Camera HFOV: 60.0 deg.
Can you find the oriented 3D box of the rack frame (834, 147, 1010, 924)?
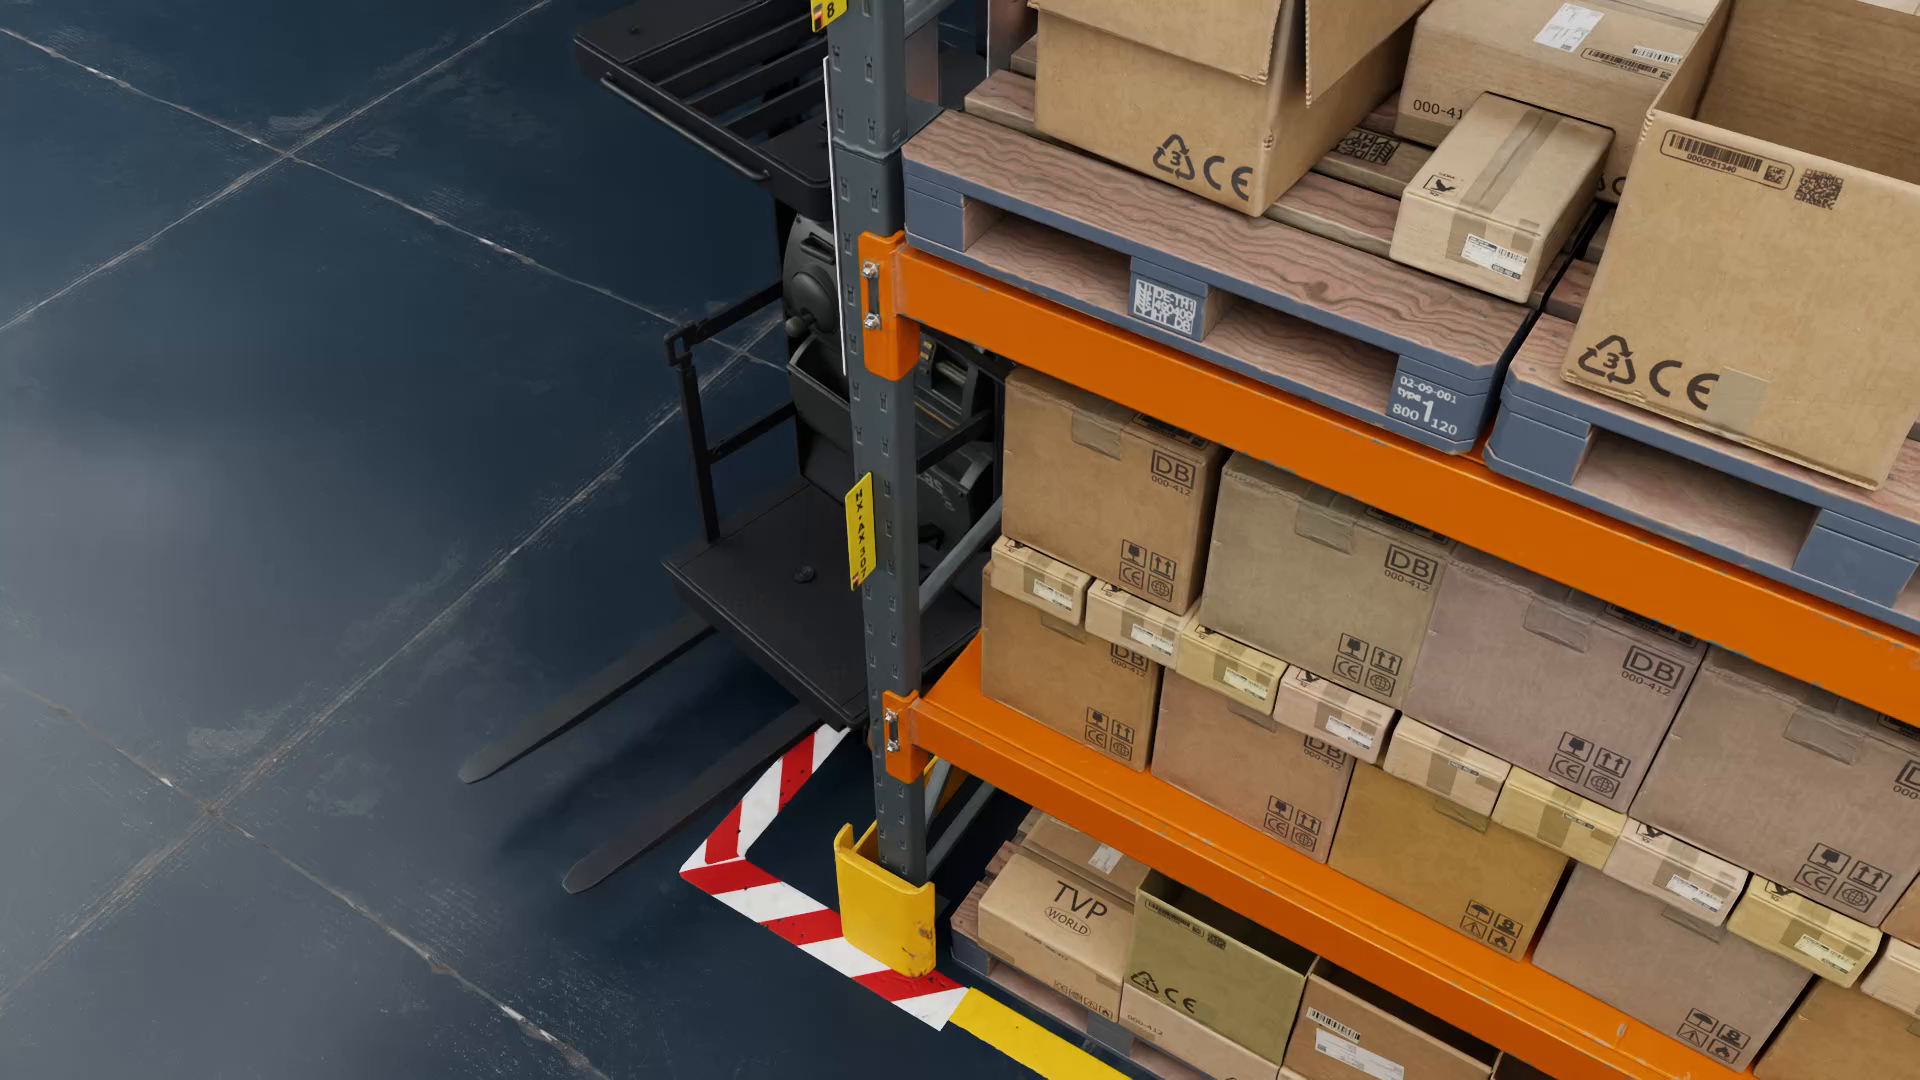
[{"bbox_3d":[0.066,-0.021,4.679,0.127,3.000,1.000,25,51,22],"label":"rack frame"}]

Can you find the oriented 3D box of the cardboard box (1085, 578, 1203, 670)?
[{"bbox_3d":[0.504,0.100,4.039,0.250,0.149,0.380,23,50,21],"label":"cardboard box"}]

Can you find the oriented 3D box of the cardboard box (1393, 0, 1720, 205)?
[{"bbox_3d":[1.178,-0.923,3.178,0.500,0.250,0.500,25,51,22],"label":"cardboard box"}]

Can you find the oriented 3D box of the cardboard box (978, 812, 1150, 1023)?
[{"bbox_3d":[0.397,1.132,5.182,0.500,0.250,0.500,25,51,22],"label":"cardboard box"}]

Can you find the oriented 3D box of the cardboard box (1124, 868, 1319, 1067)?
[{"bbox_3d":[0.819,1.064,4.727,0.500,0.500,0.500,25,51,22],"label":"cardboard box"}]

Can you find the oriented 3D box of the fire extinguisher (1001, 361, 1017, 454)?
[{"bbox_3d":[0.217,-0.321,5.024,0.183,0.674,0.296,25,51,22],"label":"fire extinguisher"}]

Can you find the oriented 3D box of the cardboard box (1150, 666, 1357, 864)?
[{"bbox_3d":[0.897,0.333,4.265,0.500,0.500,0.700,26,51,23],"label":"cardboard box"}]

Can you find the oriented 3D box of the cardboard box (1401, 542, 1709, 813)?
[{"bbox_3d":[1.367,0.096,3.591,0.500,0.500,0.700,25,51,22],"label":"cardboard box"}]

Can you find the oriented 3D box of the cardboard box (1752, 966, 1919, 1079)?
[{"bbox_3d":[2.188,0.928,3.687,0.500,0.500,0.700,25,51,23],"label":"cardboard box"}]

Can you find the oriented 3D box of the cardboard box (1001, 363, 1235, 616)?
[{"bbox_3d":[0.496,-0.299,3.975,0.500,0.500,0.700,25,51,22],"label":"cardboard box"}]

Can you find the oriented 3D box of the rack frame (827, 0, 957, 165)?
[{"bbox_3d":[0.066,-2.112,2.528,0.127,3.000,1.000,25,51,22],"label":"rack frame"}]

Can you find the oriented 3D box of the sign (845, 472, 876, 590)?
[{"bbox_3d":[-0.239,-0.018,4.017,0.005,0.325,0.100,25,51,22],"label":"sign"}]

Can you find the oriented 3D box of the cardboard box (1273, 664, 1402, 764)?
[{"bbox_3d":[0.924,0.297,3.848,0.250,0.149,0.380,24,50,22],"label":"cardboard box"}]

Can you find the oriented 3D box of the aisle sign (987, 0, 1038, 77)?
[{"bbox_3d":[0.169,-1.130,3.944,0.004,0.787,0.394,25,51,22],"label":"aisle sign"}]

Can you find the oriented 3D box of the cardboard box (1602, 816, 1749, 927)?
[{"bbox_3d":[1.573,0.595,3.558,0.250,0.149,0.380,25,51,22],"label":"cardboard box"}]

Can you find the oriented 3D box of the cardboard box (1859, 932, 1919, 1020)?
[{"bbox_3d":[2.020,0.798,3.361,0.250,0.149,0.380,26,51,23],"label":"cardboard box"}]

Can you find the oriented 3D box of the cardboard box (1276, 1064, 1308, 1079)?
[{"bbox_3d":[1.241,1.518,4.808,0.500,0.250,0.500,25,51,22],"label":"cardboard box"}]

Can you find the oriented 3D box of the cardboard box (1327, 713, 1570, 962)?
[{"bbox_3d":[1.311,0.528,4.075,0.500,0.500,0.700,25,51,22],"label":"cardboard box"}]

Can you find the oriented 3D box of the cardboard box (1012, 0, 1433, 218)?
[{"bbox_3d":[0.547,-1.073,3.147,0.637,0.503,0.797,28,52,25],"label":"cardboard box"}]

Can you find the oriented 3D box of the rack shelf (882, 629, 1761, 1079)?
[{"bbox_3d":[1.749,1.004,4.185,4.000,0.370,1.077,25,51,22],"label":"rack shelf"}]

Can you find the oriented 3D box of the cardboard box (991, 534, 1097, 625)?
[{"bbox_3d":[0.280,0.000,4.137,0.250,0.149,0.380,24,51,22],"label":"cardboard box"}]

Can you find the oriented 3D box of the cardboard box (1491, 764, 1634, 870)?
[{"bbox_3d":[1.365,0.497,3.653,0.250,0.149,0.380,24,50,22],"label":"cardboard box"}]

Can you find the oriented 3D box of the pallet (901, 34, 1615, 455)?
[{"bbox_3d":[0.647,-0.747,3.354,1.213,0.211,1.003,25,51,22],"label":"pallet"}]

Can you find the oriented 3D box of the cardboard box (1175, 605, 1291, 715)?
[{"bbox_3d":[0.713,0.198,3.944,0.250,0.149,0.380,25,51,22],"label":"cardboard box"}]

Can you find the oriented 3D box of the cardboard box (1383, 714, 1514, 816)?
[{"bbox_3d":[1.150,0.398,3.749,0.250,0.149,0.380,23,50,21],"label":"cardboard box"}]

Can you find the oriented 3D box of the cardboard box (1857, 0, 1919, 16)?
[{"bbox_3d":[1.646,-0.729,2.947,0.500,0.311,0.500,31,53,26],"label":"cardboard box"}]

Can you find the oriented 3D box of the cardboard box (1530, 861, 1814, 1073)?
[{"bbox_3d":[1.757,0.730,3.879,0.500,0.500,0.700,26,51,23],"label":"cardboard box"}]

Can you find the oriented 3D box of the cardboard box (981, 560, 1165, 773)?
[{"bbox_3d":[0.452,0.132,4.460,0.500,0.500,0.700,25,51,22],"label":"cardboard box"}]

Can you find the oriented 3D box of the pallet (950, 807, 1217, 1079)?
[{"bbox_3d":[0.732,1.221,5.416,1.213,0.211,1.003,25,51,22],"label":"pallet"}]

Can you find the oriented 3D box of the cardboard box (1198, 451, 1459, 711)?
[{"bbox_3d":[0.942,-0.099,3.780,0.500,0.500,0.700,23,50,21],"label":"cardboard box"}]

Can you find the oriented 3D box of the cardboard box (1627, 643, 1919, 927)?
[{"bbox_3d":[1.789,0.289,3.403,0.500,0.500,0.700,25,51,22],"label":"cardboard box"}]

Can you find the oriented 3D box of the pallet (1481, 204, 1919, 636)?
[{"bbox_3d":[1.678,-0.275,2.896,1.213,0.211,1.003,25,51,22],"label":"pallet"}]

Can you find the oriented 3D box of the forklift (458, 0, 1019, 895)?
[{"bbox_3d":[-0.400,-0.658,5.346,3.031,2.935,1.130,-35,55,-29],"label":"forklift"}]

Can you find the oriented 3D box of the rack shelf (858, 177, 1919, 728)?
[{"bbox_3d":[1.749,-0.042,3.109,4.000,0.370,1.077,25,51,22],"label":"rack shelf"}]

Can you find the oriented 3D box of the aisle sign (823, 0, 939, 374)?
[{"bbox_3d":[-0.155,-0.768,3.592,0.004,0.787,0.394,25,51,22],"label":"aisle sign"}]

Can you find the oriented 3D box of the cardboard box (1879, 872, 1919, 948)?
[{"bbox_3d":[2.209,0.483,3.215,0.500,0.500,0.700,25,51,22],"label":"cardboard box"}]

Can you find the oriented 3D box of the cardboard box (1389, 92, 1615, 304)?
[{"bbox_3d":[0.961,-0.612,2.947,0.250,0.149,0.380,25,51,22],"label":"cardboard box"}]

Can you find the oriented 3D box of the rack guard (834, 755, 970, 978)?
[{"bbox_3d":[0.046,0.840,5.585,0.348,0.500,1.175,25,51,22],"label":"rack guard"}]

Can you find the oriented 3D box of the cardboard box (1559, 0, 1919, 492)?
[{"bbox_3d":[1.316,-0.489,2.582,0.500,0.500,0.500,25,51,22],"label":"cardboard box"}]

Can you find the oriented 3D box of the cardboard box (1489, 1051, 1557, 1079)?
[{"bbox_3d":[1.658,1.453,4.348,0.500,0.500,0.500,25,51,22],"label":"cardboard box"}]

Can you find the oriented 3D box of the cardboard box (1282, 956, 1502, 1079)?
[{"bbox_3d":[1.247,1.249,4.546,0.500,0.500,0.500,25,51,22],"label":"cardboard box"}]

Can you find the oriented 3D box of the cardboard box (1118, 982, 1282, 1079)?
[{"bbox_3d":[0.820,1.324,4.997,0.500,0.250,0.500,25,51,22],"label":"cardboard box"}]

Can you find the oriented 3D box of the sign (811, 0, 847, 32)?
[{"bbox_3d":[-0.239,-1.066,2.938,0.005,0.325,0.100,25,51,22],"label":"sign"}]

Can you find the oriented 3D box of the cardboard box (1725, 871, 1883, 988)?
[{"bbox_3d":[1.795,0.697,3.459,0.250,0.149,0.380,26,51,23],"label":"cardboard box"}]
